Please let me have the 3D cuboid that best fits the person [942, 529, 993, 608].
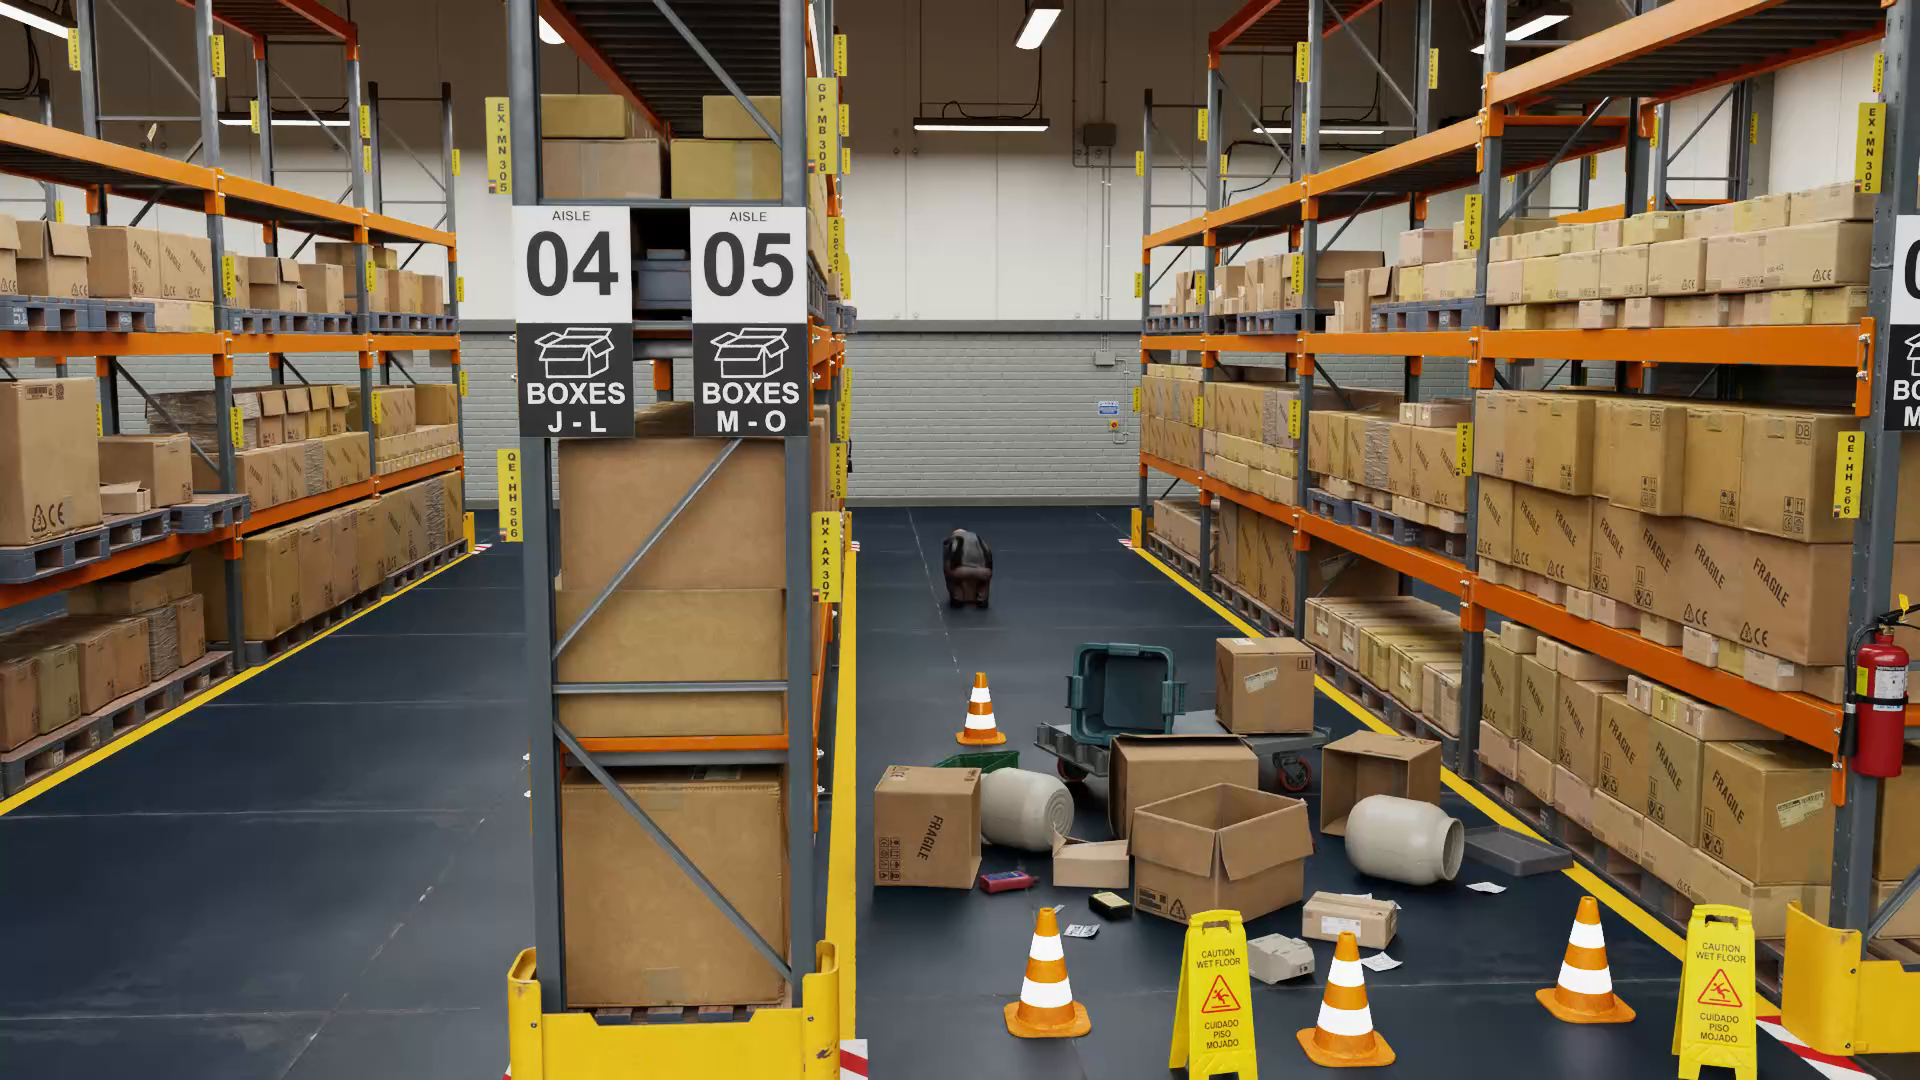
[{"bbox_3d":[0.078,0.336,17.457,0.514,0.827,0.914,-1,7,-5],"label":"person"}]
